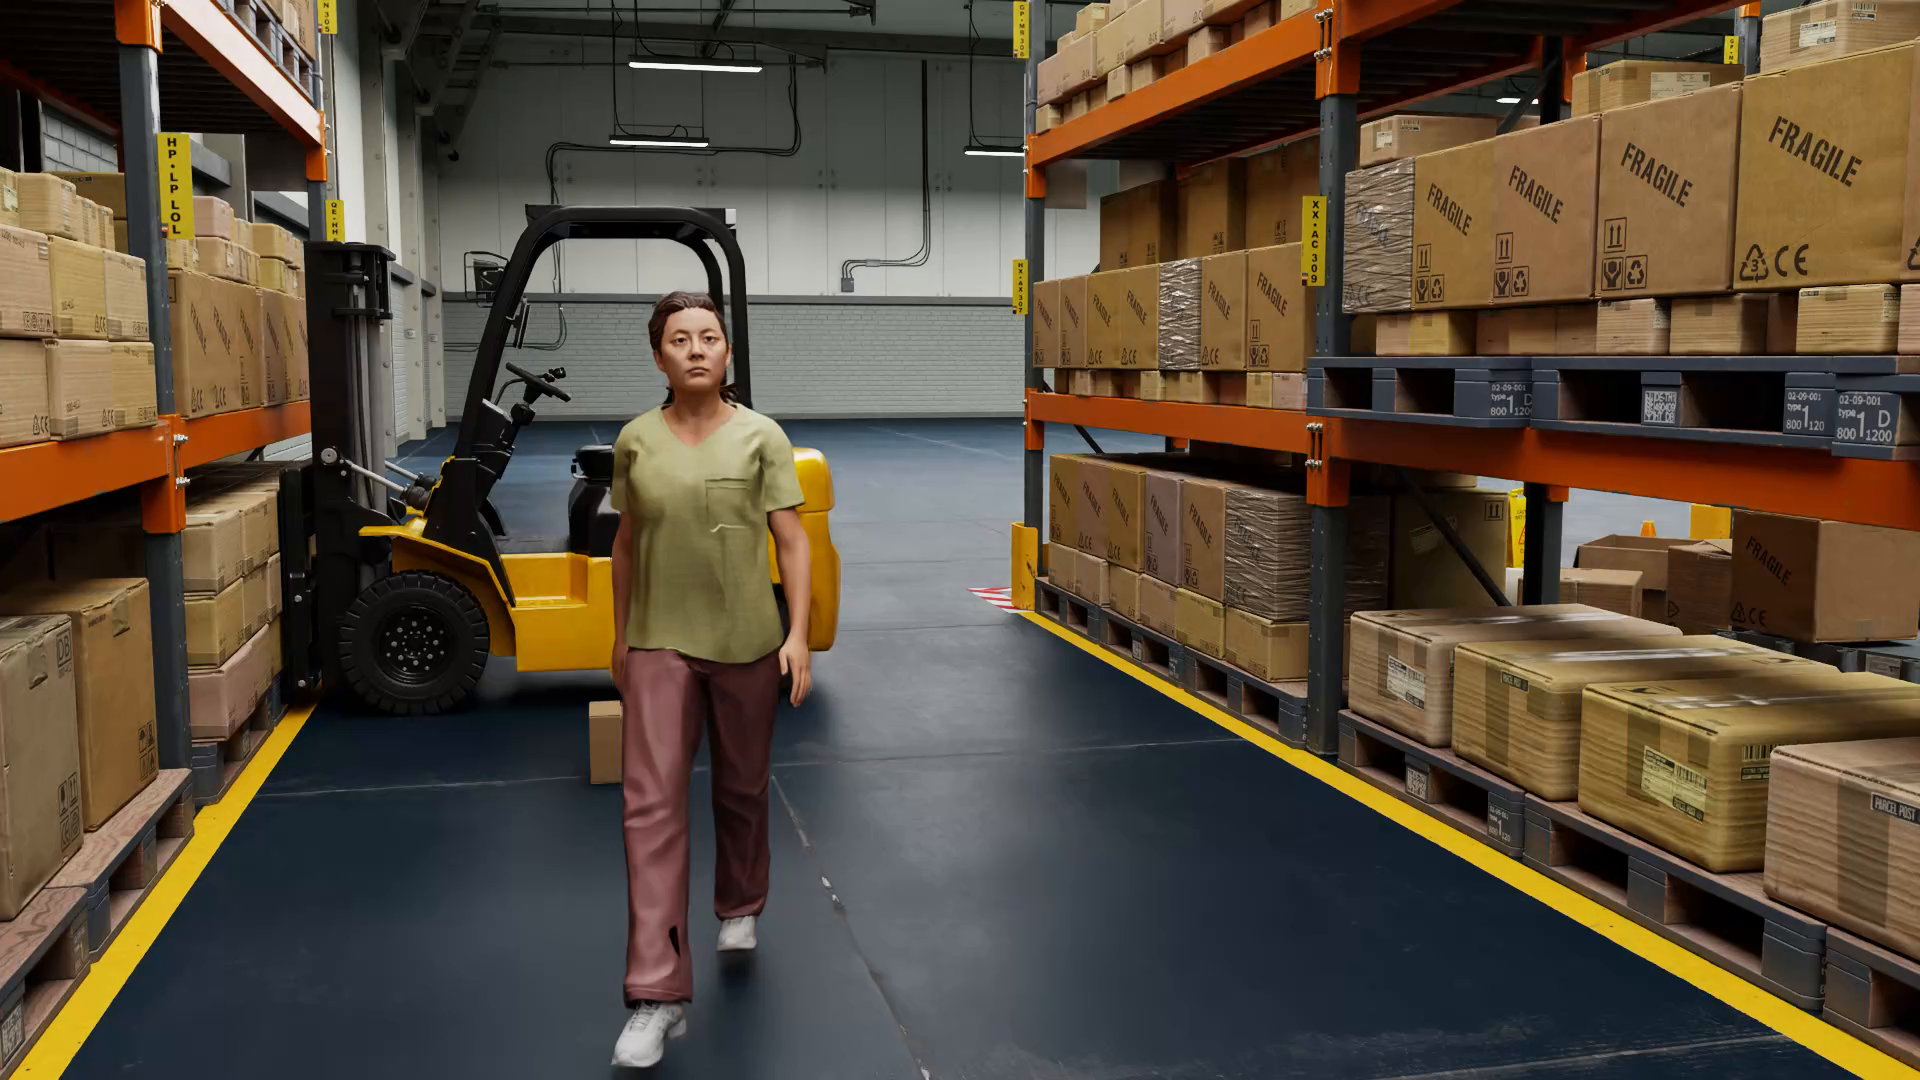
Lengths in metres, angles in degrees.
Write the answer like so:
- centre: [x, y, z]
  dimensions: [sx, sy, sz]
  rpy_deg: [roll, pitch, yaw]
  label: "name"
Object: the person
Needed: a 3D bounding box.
- centre: [-0.575, 0.248, 3.752]
  dimensions: [0.481, 1.610, 1.002]
  rpy_deg: [0, 6, -5]
  label: "person"
